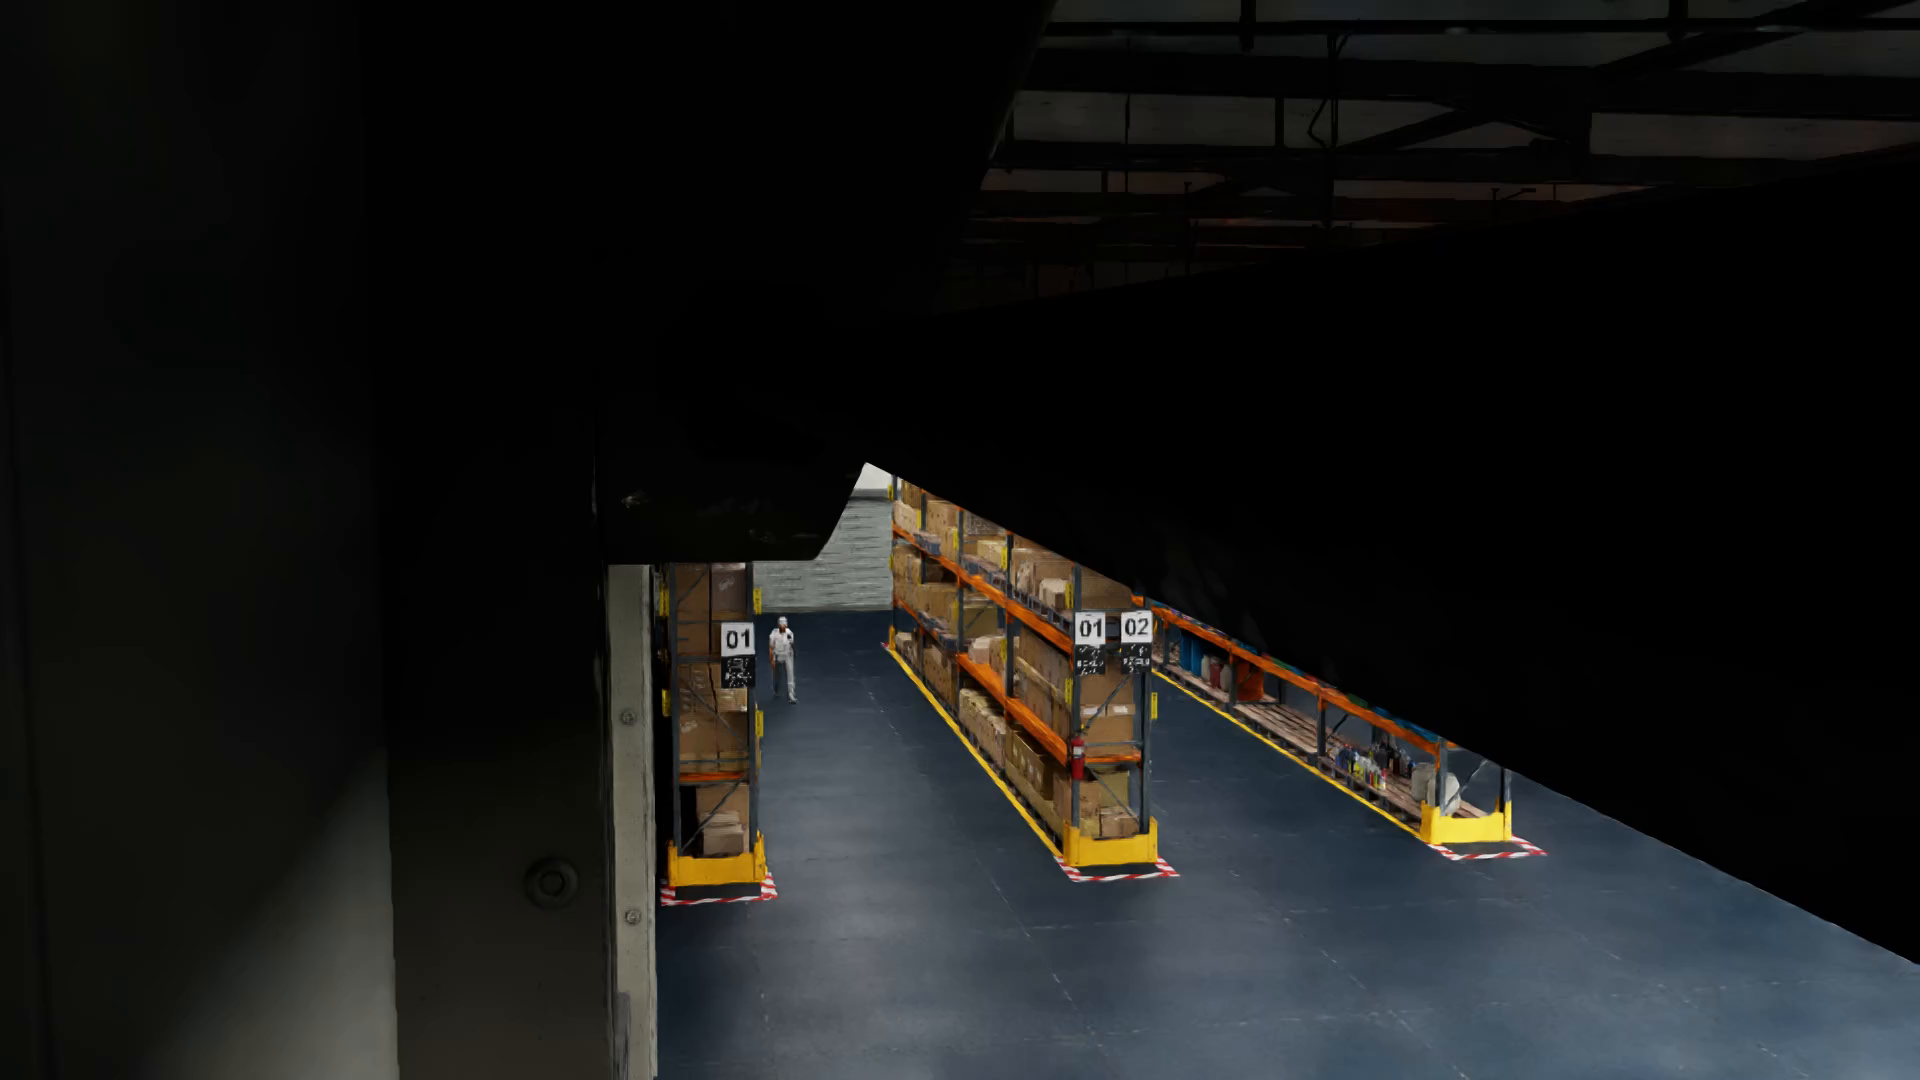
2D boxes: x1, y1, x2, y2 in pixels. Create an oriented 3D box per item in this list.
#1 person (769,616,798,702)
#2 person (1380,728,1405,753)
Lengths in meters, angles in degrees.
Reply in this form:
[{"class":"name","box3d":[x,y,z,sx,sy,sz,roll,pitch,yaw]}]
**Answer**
[{"class":"person","box3d":[-3.305,2.194,30.880,0.497,1.580,1.091,-1,6,-13]},{"class":"person","box3d":[7.010,2.574,26.950,0.440,1.683,0.551,-4,8,-36]}]
